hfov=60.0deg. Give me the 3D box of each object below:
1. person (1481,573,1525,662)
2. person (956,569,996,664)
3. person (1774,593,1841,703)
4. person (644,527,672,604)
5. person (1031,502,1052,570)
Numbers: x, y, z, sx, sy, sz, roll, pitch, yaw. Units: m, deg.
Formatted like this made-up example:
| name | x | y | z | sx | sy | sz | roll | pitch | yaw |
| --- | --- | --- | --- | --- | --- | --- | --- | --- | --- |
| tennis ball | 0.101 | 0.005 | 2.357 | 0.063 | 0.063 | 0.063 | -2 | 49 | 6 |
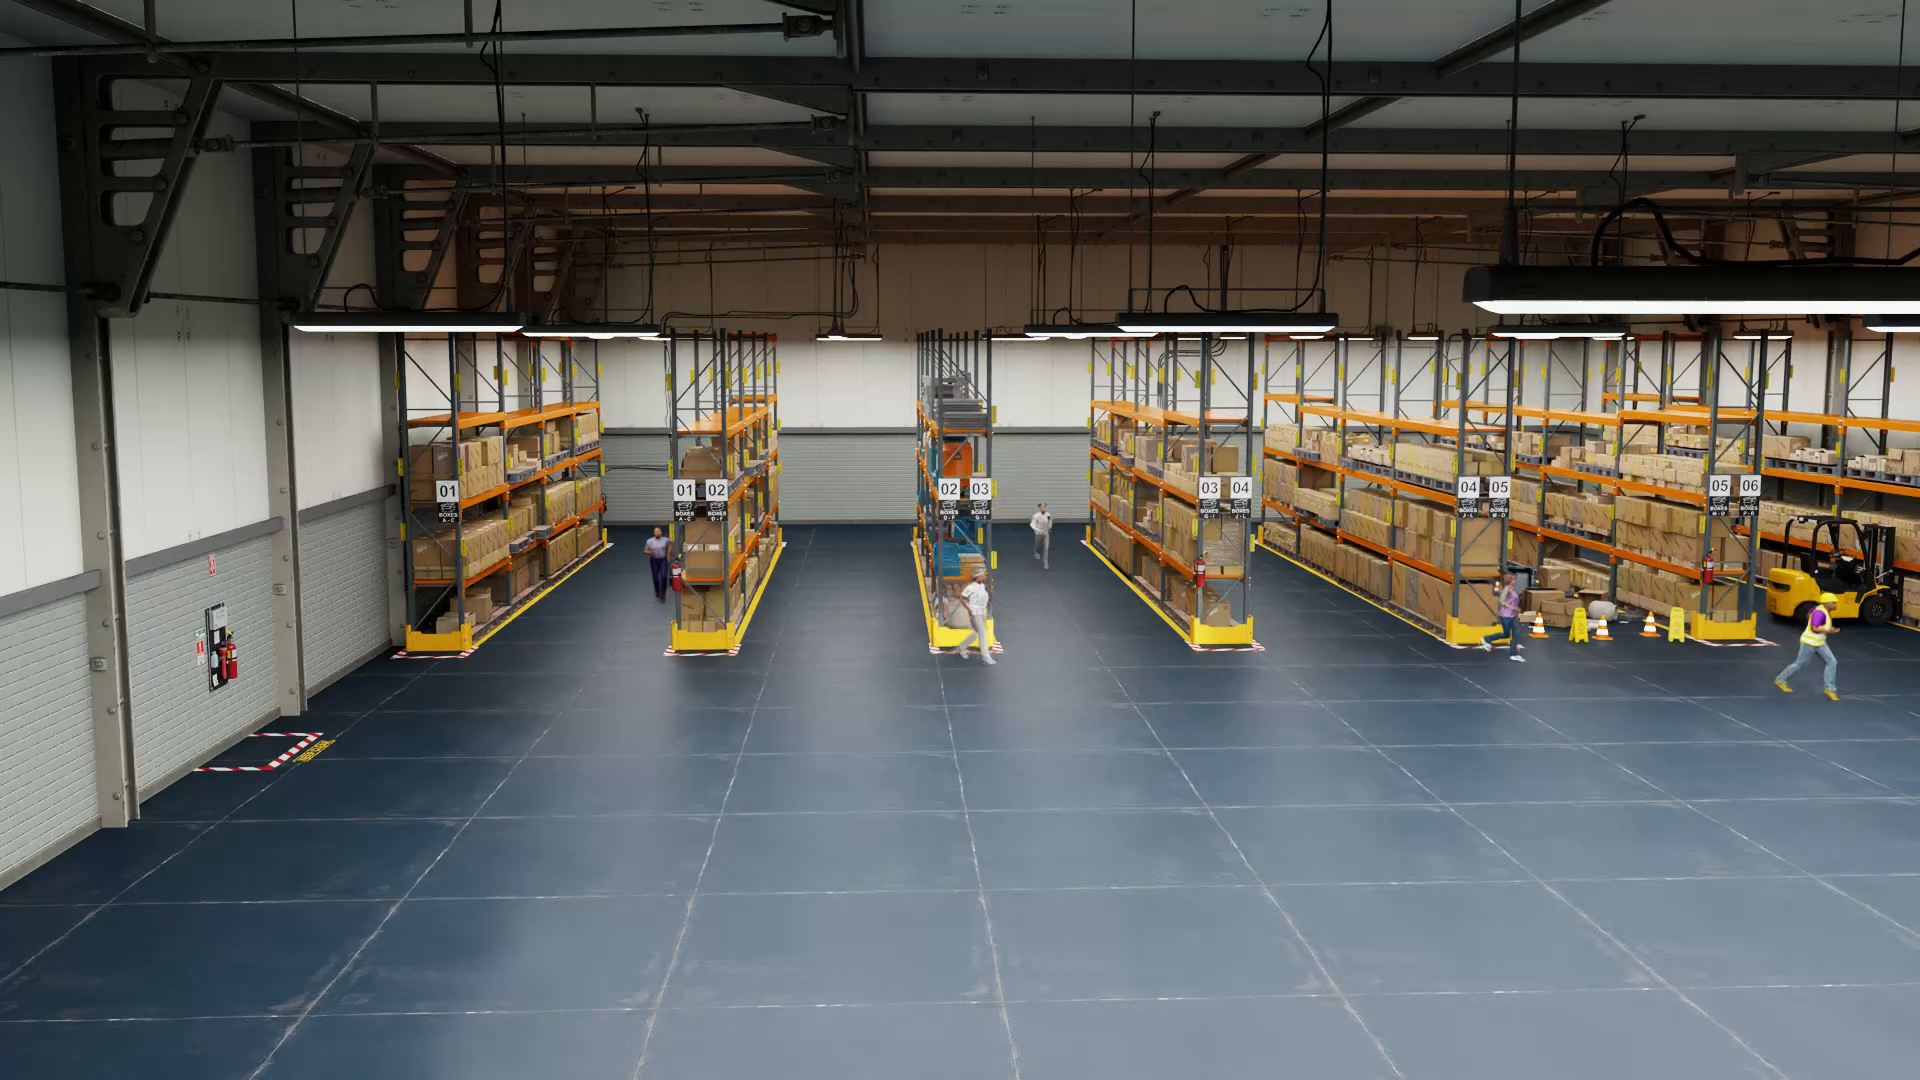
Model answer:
| name | x | y | z | sx | sy | sz | roll | pitch | yaw |
| --- | --- | --- | --- | --- | --- | --- | --- | --- | --- |
| person | 9.918 | 1.394 | 30.215 | 0.814 | 1.582 | 0.542 | 5 | 8 | 36 |
| person | 0.307 | 1.346 | 29.939 | 0.882 | 1.689 | 0.600 | 4 | 8 | 28 |
| person | 13.726 | 1.711 | 26.863 | 0.694 | 1.774 | 1.006 | -6 | 9 | -43 |
| person | -6.718 | 0.532 | 37.050 | 0.604 | 1.669 | 0.893 | -1 | 7 | -7 |
| person | 2.096 | -0.129 | 42.725 | 0.585 | 1.700 | 1.086 | -1 | 7 | -5 |
